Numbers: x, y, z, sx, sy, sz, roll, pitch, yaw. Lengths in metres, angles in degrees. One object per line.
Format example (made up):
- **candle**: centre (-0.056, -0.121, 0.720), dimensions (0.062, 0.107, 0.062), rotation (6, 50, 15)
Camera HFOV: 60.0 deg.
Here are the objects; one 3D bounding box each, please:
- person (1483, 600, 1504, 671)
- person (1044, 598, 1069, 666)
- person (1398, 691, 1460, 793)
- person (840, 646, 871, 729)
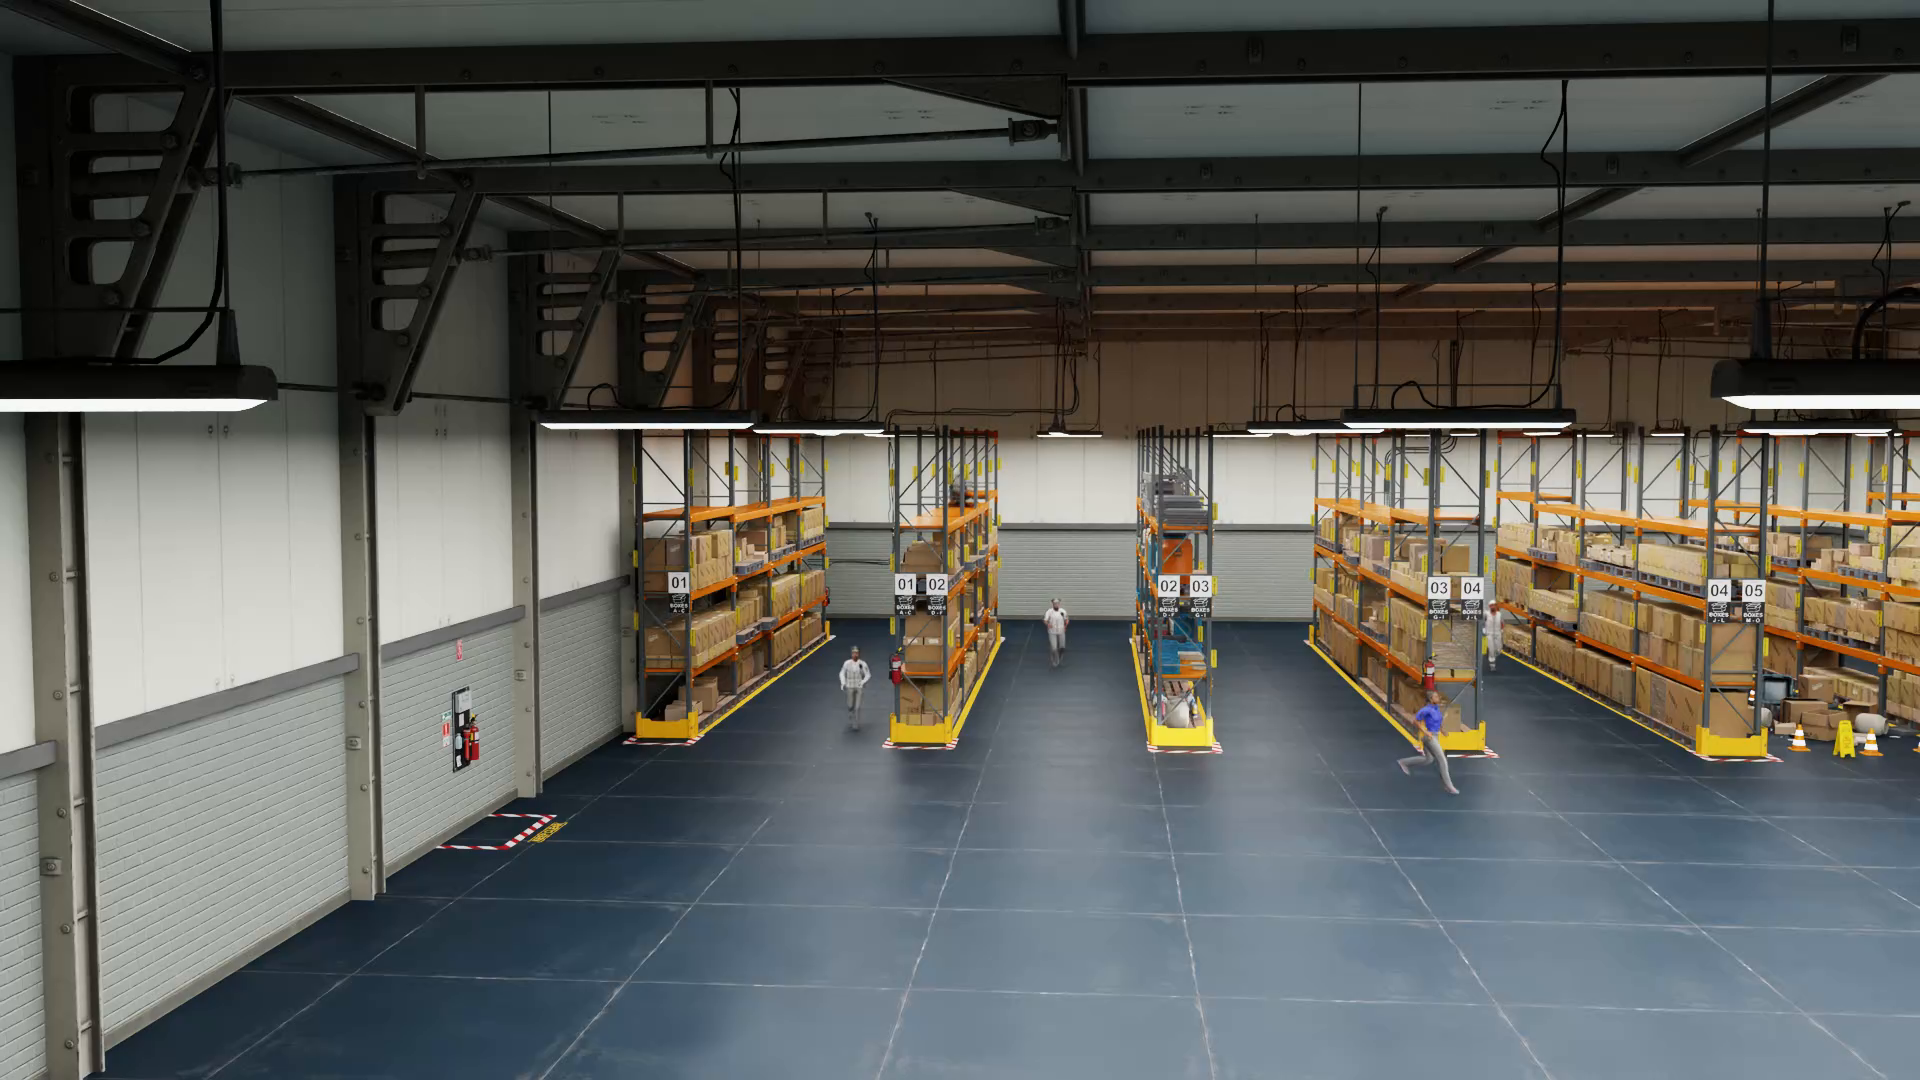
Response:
- **person**: centre (13.218, 2.363, 41.366), dimensions (0.666, 1.751, 0.596), rotation (0, 3, 2)
- **person**: centre (2.446, 2.325, 41.879), dimensions (0.652, 1.737, 0.602), rotation (0, 3, -4)
- **person**: centre (7.705, 3.289, 27.269), dimensions (1.037, 1.653, 0.547), rotation (2, 4, 30)
- **person**: centre (-2.081, 2.922, 33.001), dimensions (0.618, 1.652, 0.550), rotation (0, 3, -1)
